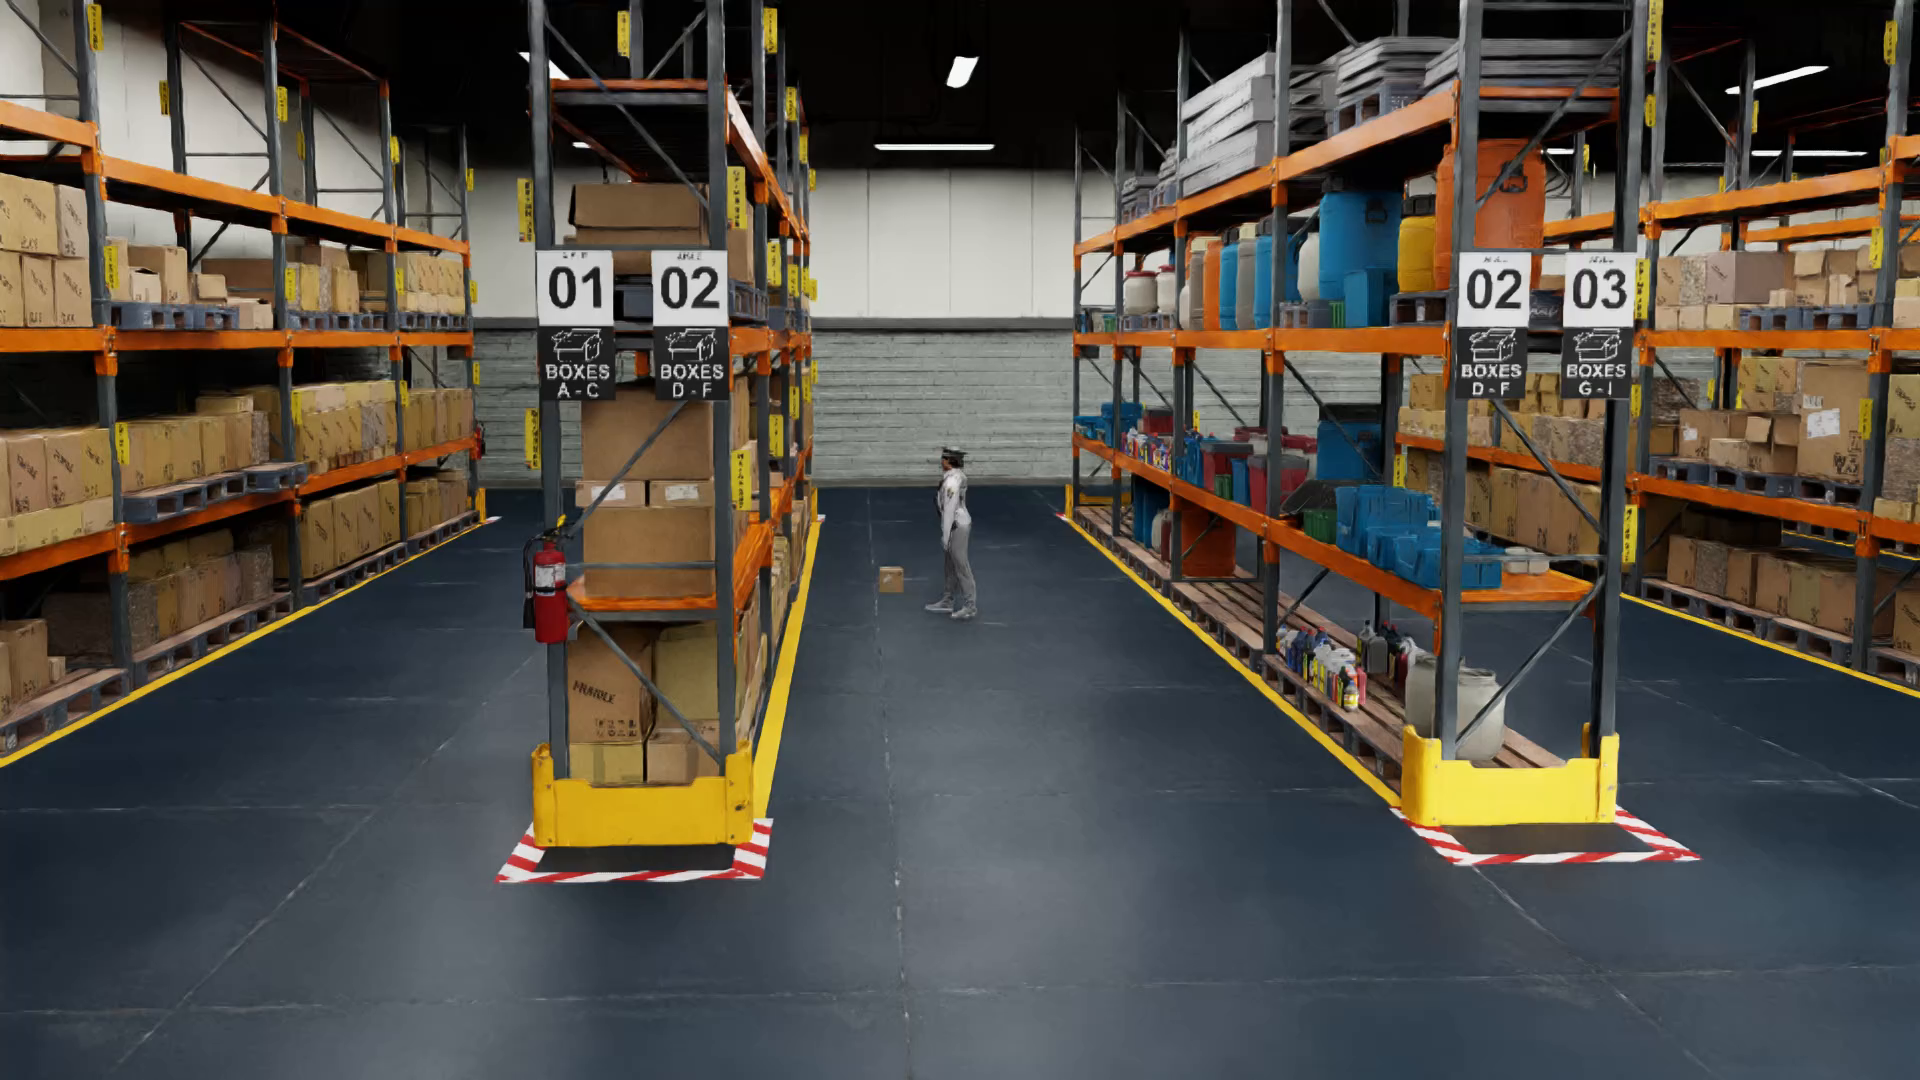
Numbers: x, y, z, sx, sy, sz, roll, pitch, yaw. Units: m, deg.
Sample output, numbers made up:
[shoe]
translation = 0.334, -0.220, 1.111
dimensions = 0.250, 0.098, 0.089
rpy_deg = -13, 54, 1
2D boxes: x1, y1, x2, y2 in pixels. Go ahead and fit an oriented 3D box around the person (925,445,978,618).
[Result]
[person]
translation = -0.087, -0.101, 16.331
dimensions = 0.553, 1.668, 0.601
rpy_deg = 1, 7, 7
